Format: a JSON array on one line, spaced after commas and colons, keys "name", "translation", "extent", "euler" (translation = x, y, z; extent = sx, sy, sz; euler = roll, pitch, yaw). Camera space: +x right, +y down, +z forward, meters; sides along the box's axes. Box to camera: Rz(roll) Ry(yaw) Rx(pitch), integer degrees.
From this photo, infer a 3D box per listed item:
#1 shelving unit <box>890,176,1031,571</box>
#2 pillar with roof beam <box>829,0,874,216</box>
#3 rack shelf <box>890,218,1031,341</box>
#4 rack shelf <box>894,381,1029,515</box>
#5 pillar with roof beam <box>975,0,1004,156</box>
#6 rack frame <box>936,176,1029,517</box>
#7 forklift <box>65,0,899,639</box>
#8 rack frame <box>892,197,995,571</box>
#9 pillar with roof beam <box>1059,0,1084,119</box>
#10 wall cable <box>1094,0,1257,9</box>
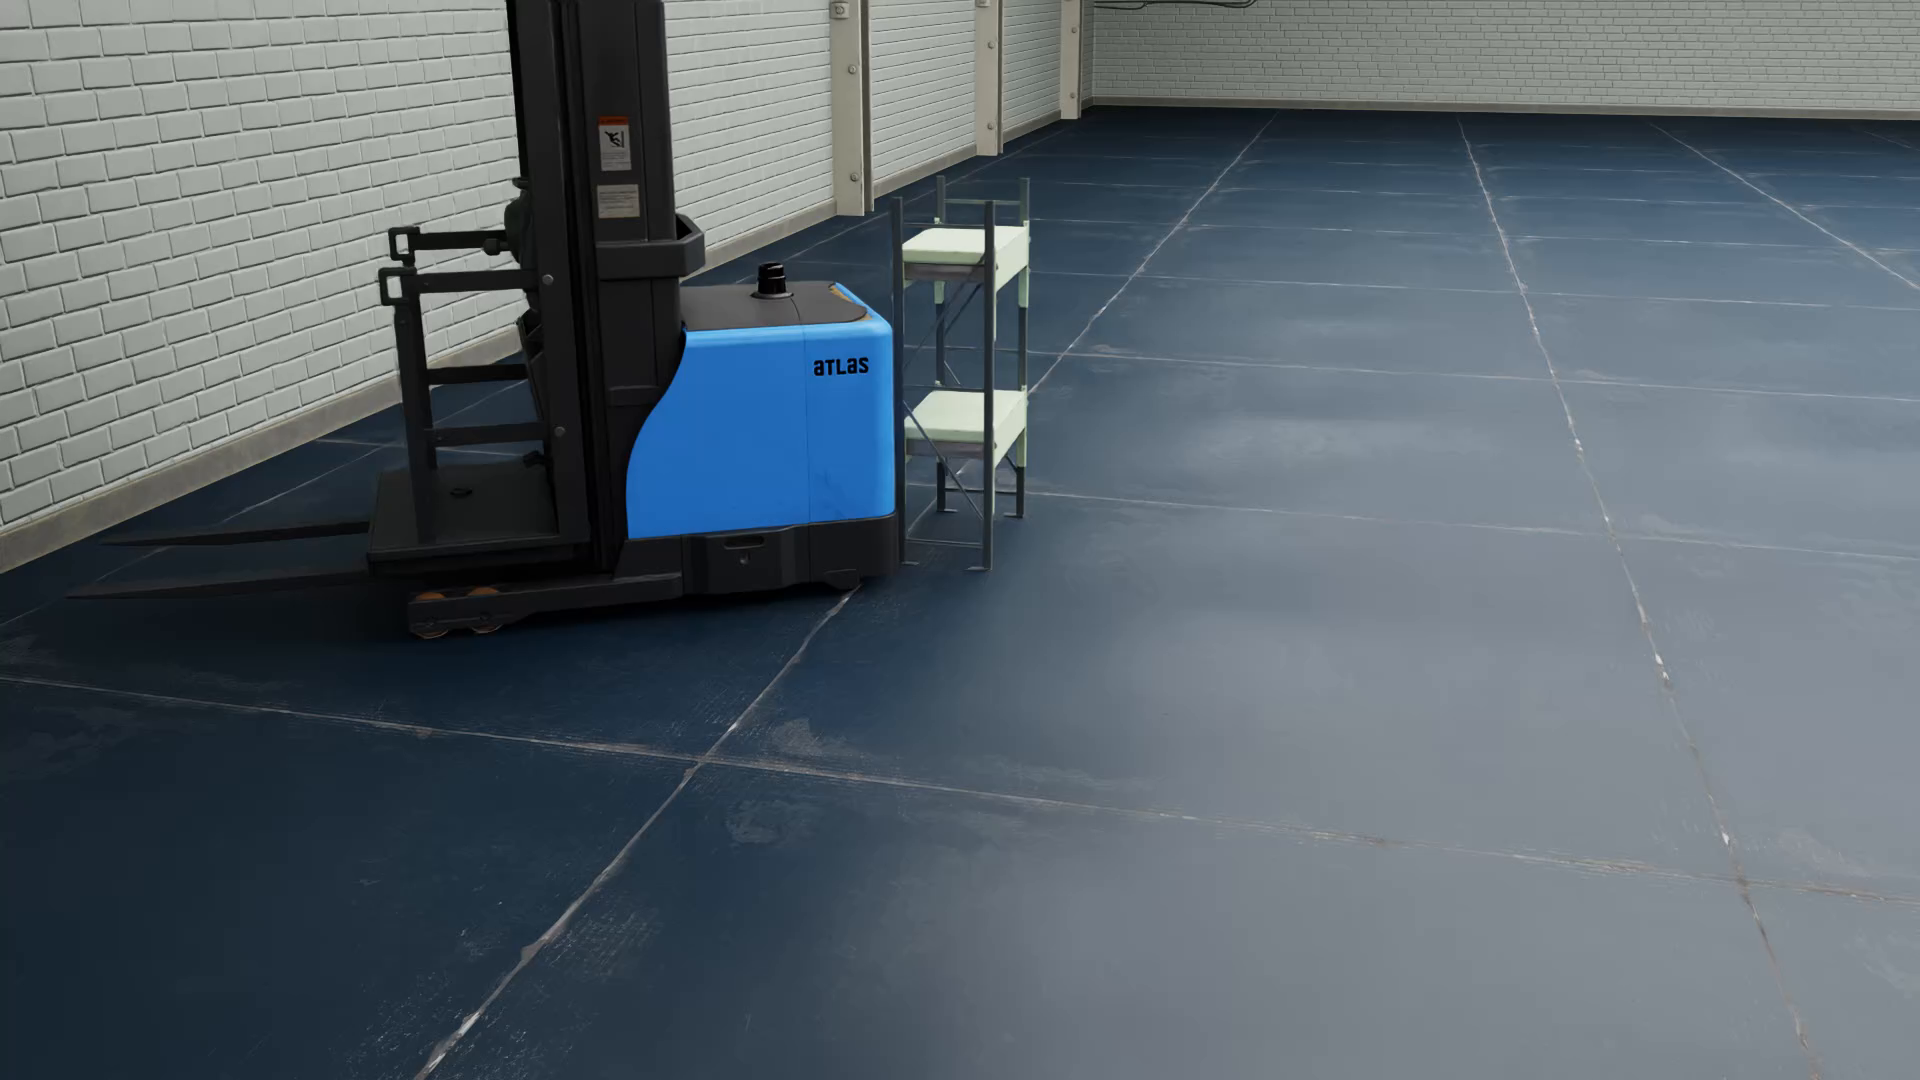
[{"name": "shelving unit", "translation": [0.015, -0.714, 6.956], "extent": [0.431, 1.500, 0.755], "euler": [4, 19, 12]}, {"name": "pillar with roof beam", "translation": [3.093, -7.254, 14.504], "extent": [9.100, 9.000, 0.400], "euler": [5, 19, 13]}, {"name": "rack shelf", "translation": [0.015, -1.083, 6.830], "extent": [0.431, 0.370, 0.720], "euler": [4, 19, 12]}, {"name": "rack shelf", "translation": [0.015, -0.405, 7.062], "extent": [0.431, 0.370, 0.720], "euler": [4, 19, 12]}, {"name": "pillar with roof beam", "translation": [4.559, -9.135, 20.010], "extent": [9.100, 9.000, 0.400], "euler": [5, 19, 13]}, {"name": "rack frame", "translation": [0.094, -0.829, 7.295], "extent": [0.400, 1.500, 0.023], "euler": [4, 19, 12]}, {"name": "forklift", "translation": [-1.820, -1.214, 6.207], "extent": [3.031, 2.935, 1.130], "euler": [-5, 20, -15]}, {"name": "rack frame", "translation": [-0.064, -0.598, 6.618], "extent": [0.400, 1.500, 0.023], "euler": [4, 19, 12]}, {"name": "pillar with roof beam", "translation": [6.025, -11.016, 25.516], "extent": [9.100, 9.000, 0.400], "euler": [5, 19, 13]}, {"name": "wall cable", "translation": [3.852, -10.705, 29.411], "extent": [3.097, 2.526, 0.112], "euler": [5, 19, 13]}]
